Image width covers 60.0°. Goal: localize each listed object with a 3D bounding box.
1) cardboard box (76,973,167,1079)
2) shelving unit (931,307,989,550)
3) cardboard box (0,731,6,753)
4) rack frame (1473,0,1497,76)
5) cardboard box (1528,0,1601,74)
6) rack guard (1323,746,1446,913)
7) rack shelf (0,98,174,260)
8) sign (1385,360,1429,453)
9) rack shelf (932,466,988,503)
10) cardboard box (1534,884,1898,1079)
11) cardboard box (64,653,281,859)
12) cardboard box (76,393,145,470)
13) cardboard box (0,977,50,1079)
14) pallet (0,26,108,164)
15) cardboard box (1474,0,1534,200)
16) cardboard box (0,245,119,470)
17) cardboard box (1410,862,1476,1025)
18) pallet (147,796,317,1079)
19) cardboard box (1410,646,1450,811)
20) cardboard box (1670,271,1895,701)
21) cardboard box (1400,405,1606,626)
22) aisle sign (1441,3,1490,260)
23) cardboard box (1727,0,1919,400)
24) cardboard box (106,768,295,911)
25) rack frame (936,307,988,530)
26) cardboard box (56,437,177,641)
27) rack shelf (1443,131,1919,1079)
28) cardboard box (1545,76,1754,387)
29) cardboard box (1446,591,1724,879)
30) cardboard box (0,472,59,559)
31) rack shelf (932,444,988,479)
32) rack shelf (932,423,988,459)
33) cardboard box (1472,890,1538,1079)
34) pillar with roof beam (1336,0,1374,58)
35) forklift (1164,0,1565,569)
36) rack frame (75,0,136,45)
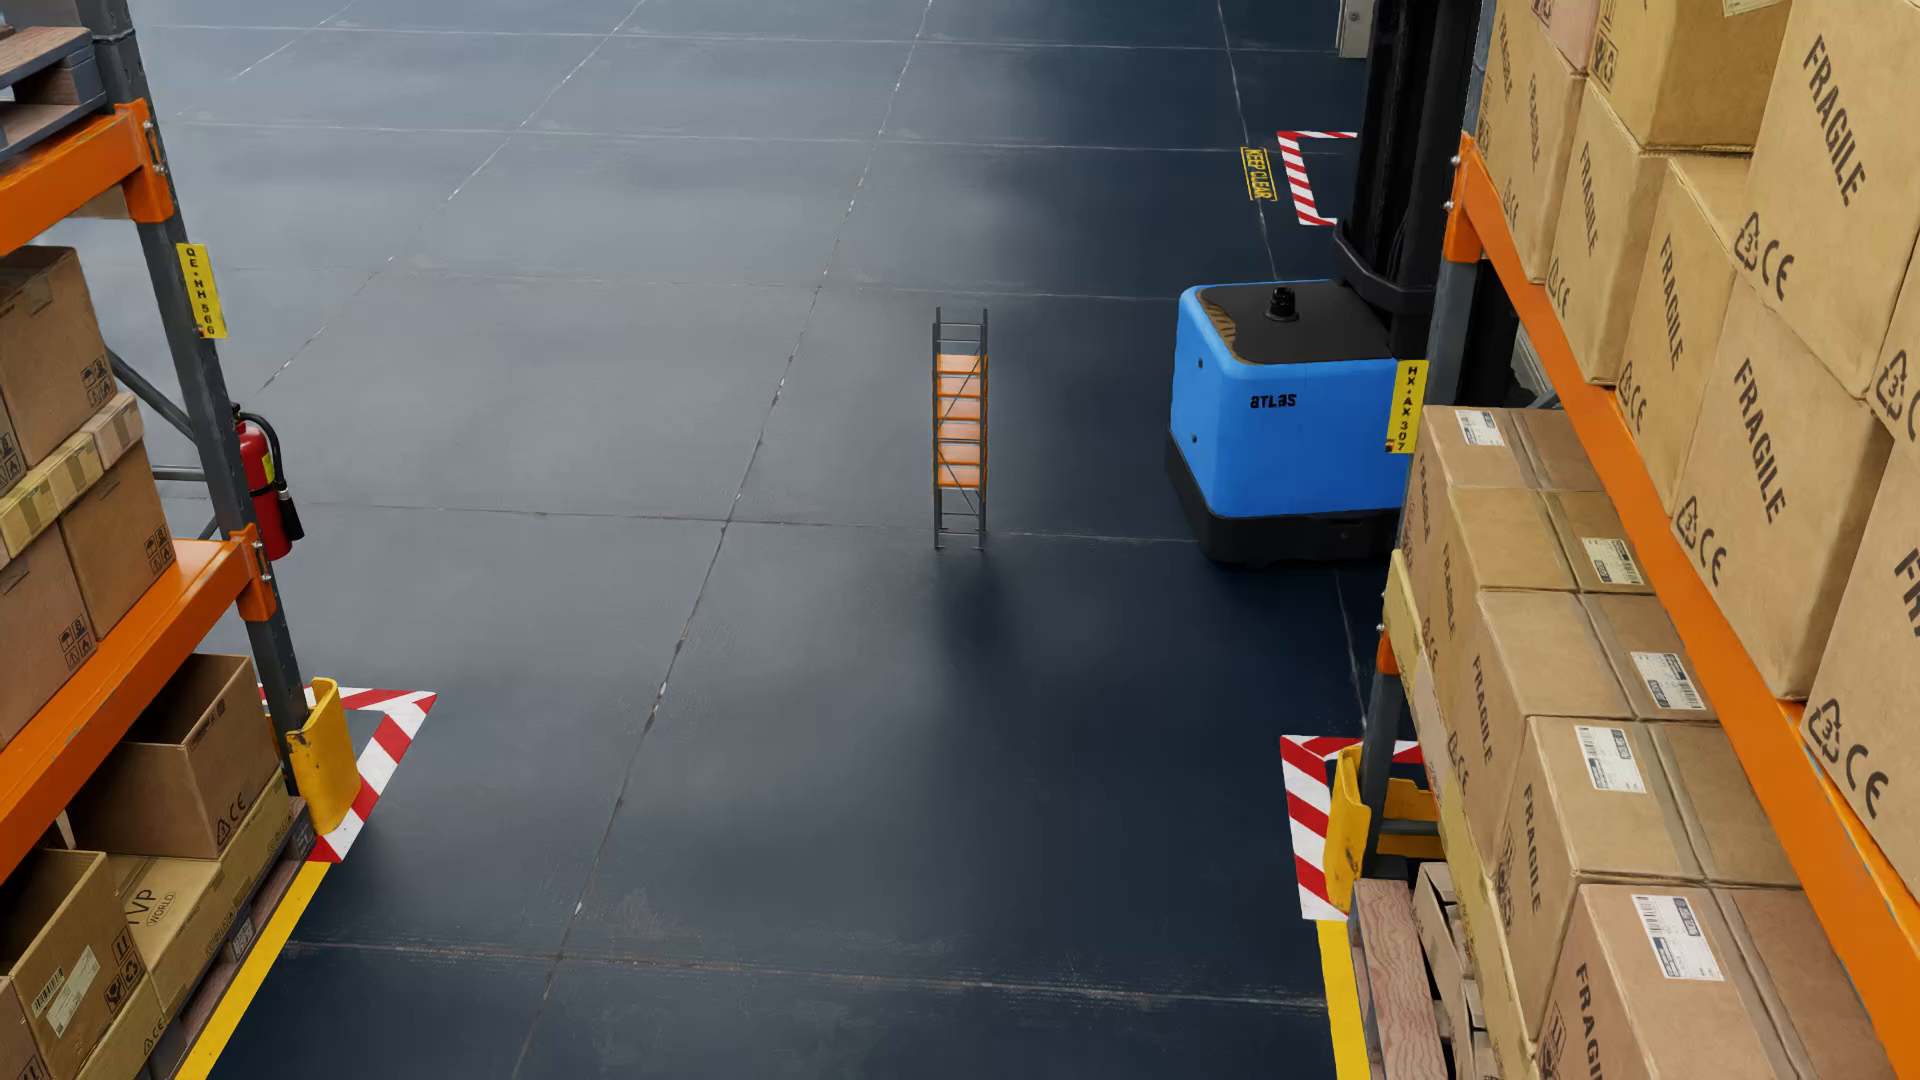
[{"bbox_3d":[-2.802,1.572,5.061,0.500,0.250,0.500,2,32,4],"label":"cardboard box"},{"bbox_3d":[0.001,-0.518,7.947,0.258,1.200,0.189,2,32,4],"label":"shelving unit"},{"bbox_3d":[-3.120,0.498,4.487,0.700,0.500,0.500,3,32,4],"label":"cardboard box"},{"bbox_3d":[1.953,-2.581,3.861,1.000,3.000,0.127,2,32,4],"label":"rack frame"},{"bbox_3d":[1.588,-1.330,3.622,0.500,0.500,0.500,2,32,3],"label":"cardboard box"},{"bbox_3d":[1.947,1.077,6.026,1.175,0.500,0.348,2,32,4],"label":"rack guard"},{"bbox_3d":[-3.148,-0.162,3.480,1.077,0.370,4.000,2,32,4],"label":"rack shelf"},{"bbox_3d":[1.412,-0.419,5.245,0.100,0.325,0.005,2,32,4],"label":"sign"},{"bbox_3d":[0.001,-0.276,8.097,0.258,0.103,0.180,2,32,4],"label":"rack shelf"},{"bbox_3d":[1.444,1.016,3.151,0.500,0.500,0.500,2,32,3],"label":"cardboard box"},{"bbox_3d":[-2.732,0.729,5.714,0.500,0.500,0.500,2,32,4],"label":"cardboard box"},{"bbox_3d":[-2.826,-0.348,5.241,0.380,0.149,0.250,2,32,3],"label":"cardboard box"},{"bbox_3d":[-2.841,1.514,4.440,0.500,0.500,0.500,2,32,4],"label":"cardboard box"},{"bbox_3d":[-3.068,-1.108,4.413,1.003,0.211,1.213,2,32,4],"label":"pallet"},{"bbox_3d":[1.676,-1.191,4.350,0.500,0.500,0.500,3,32,5],"label":"cardboard box"},{"bbox_3d":[-3.040,-0.560,4.968,0.700,0.500,0.500,3,32,4],"label":"cardboard box"},{"bbox_3d":[1.807,1.288,5.444,0.500,0.311,0.500,-1,32,-2],"label":"cardboard box"},{"bbox_3d":[-3.005,1.352,5.855,1.003,0.211,1.213,2,32,4],"label":"pallet"},{"bbox_3d":[1.569,0.542,4.635,0.500,0.250,0.500,2,32,2],"label":"cardboard box"},{"bbox_3d":[1.483,-0.093,2.569,0.500,0.500,0.500,1,32,2],"label":"cardboard box"},{"bbox_3d":[1.614,-0.054,4.888,0.500,0.500,0.500,2,32,4],"label":"cardboard box"},{"bbox_3d":[1.660,-1.184,4.835,0.394,0.787,0.004,2,32,4],"label":"aisle sign"},{"bbox_3d":[1.464,-0.523,2.314,0.500,0.500,0.500,1,32,2],"label":"cardboard box"},{"bbox_3d":[-2.734,1.048,5.911,0.500,0.250,0.500,2,32,4],"label":"cardboard box"},{"bbox_3d":[0.009,-0.566,8.025,0.240,1.200,0.006,2,32,4],"label":"rack frame"},{"bbox_3d":[-3.035,-0.036,5.354,0.700,0.500,0.500,2,32,4],"label":"cardboard box"},{"bbox_3d":[1.790,0.048,3.140,1.077,0.370,4.000,2,32,4],"label":"rack shelf"},{"bbox_3d":[1.559,-0.640,3.456,0.500,0.500,0.500,4,32,6],"label":"cardboard box"},{"bbox_3d":[1.516,0.474,4.031,0.500,0.500,0.500,1,32,2],"label":"cardboard box"},{"bbox_3d":[-2.867,-0.077,4.802,0.380,0.149,0.250,2,32,3],"label":"cardboard box"},{"bbox_3d":[0.001,-0.378,8.034,0.258,0.103,0.180,2,32,4],"label":"rack shelf"},{"bbox_3d":[0.001,-0.481,7.971,0.258,0.103,0.180,2,32,4],"label":"rack shelf"},{"bbox_3d":[1.478,1.072,3.775,0.500,0.250,0.500,3,32,4],"label":"cardboard box"},{"bbox_3d":[-0.556,-8.637,13.687,9.100,9.000,0.400,2,32,4],"label":"pillar with roof beam"},{"bbox_3d":[2.630,-1.442,7.796,3.031,2.935,1.130,-4,32,-6],"label":"forklift"},{"bbox_3d":[-2.985,-2.791,4.201,1.000,3.000,0.127,2,32,4],"label":"rack frame"}]
